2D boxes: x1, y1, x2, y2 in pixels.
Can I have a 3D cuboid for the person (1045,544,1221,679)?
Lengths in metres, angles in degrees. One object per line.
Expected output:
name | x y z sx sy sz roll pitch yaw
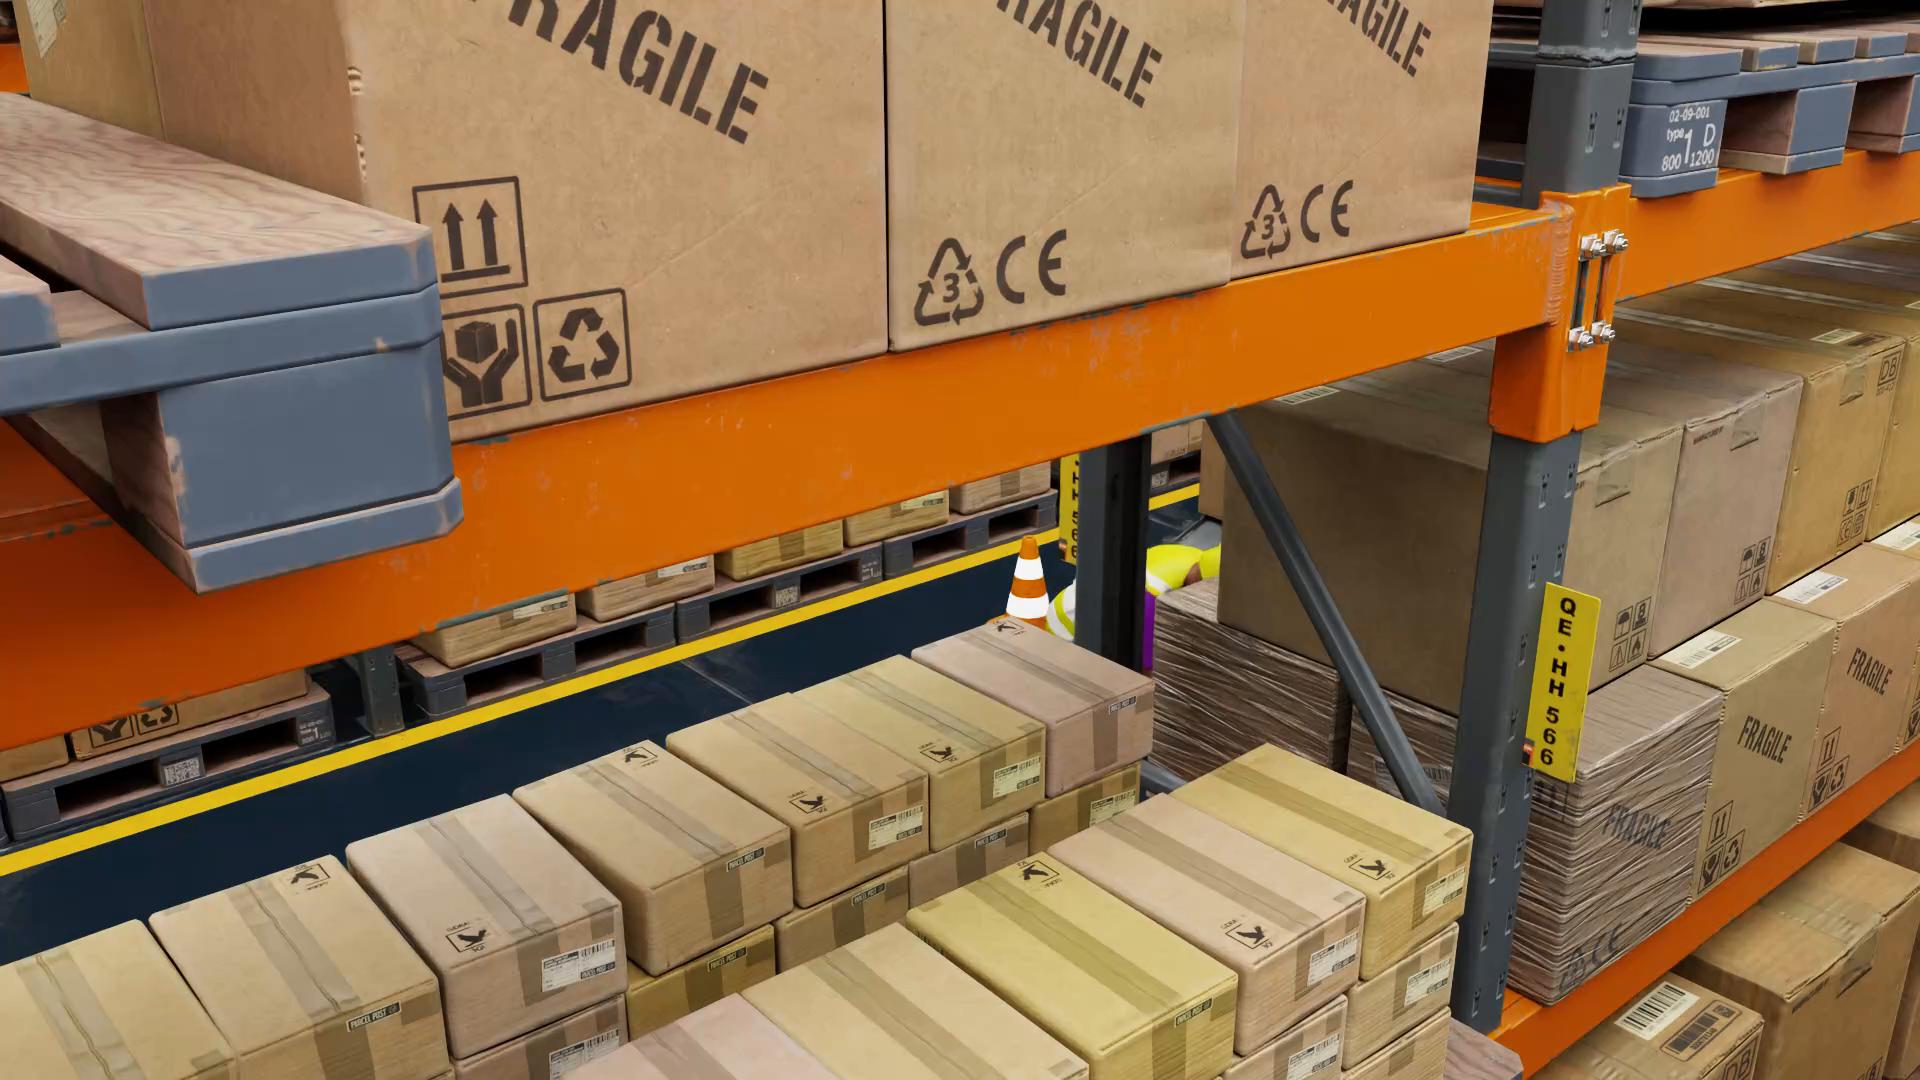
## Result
person | 0.787 0.396 6.647 0.568 0.962 0.904 -17 27 -38
